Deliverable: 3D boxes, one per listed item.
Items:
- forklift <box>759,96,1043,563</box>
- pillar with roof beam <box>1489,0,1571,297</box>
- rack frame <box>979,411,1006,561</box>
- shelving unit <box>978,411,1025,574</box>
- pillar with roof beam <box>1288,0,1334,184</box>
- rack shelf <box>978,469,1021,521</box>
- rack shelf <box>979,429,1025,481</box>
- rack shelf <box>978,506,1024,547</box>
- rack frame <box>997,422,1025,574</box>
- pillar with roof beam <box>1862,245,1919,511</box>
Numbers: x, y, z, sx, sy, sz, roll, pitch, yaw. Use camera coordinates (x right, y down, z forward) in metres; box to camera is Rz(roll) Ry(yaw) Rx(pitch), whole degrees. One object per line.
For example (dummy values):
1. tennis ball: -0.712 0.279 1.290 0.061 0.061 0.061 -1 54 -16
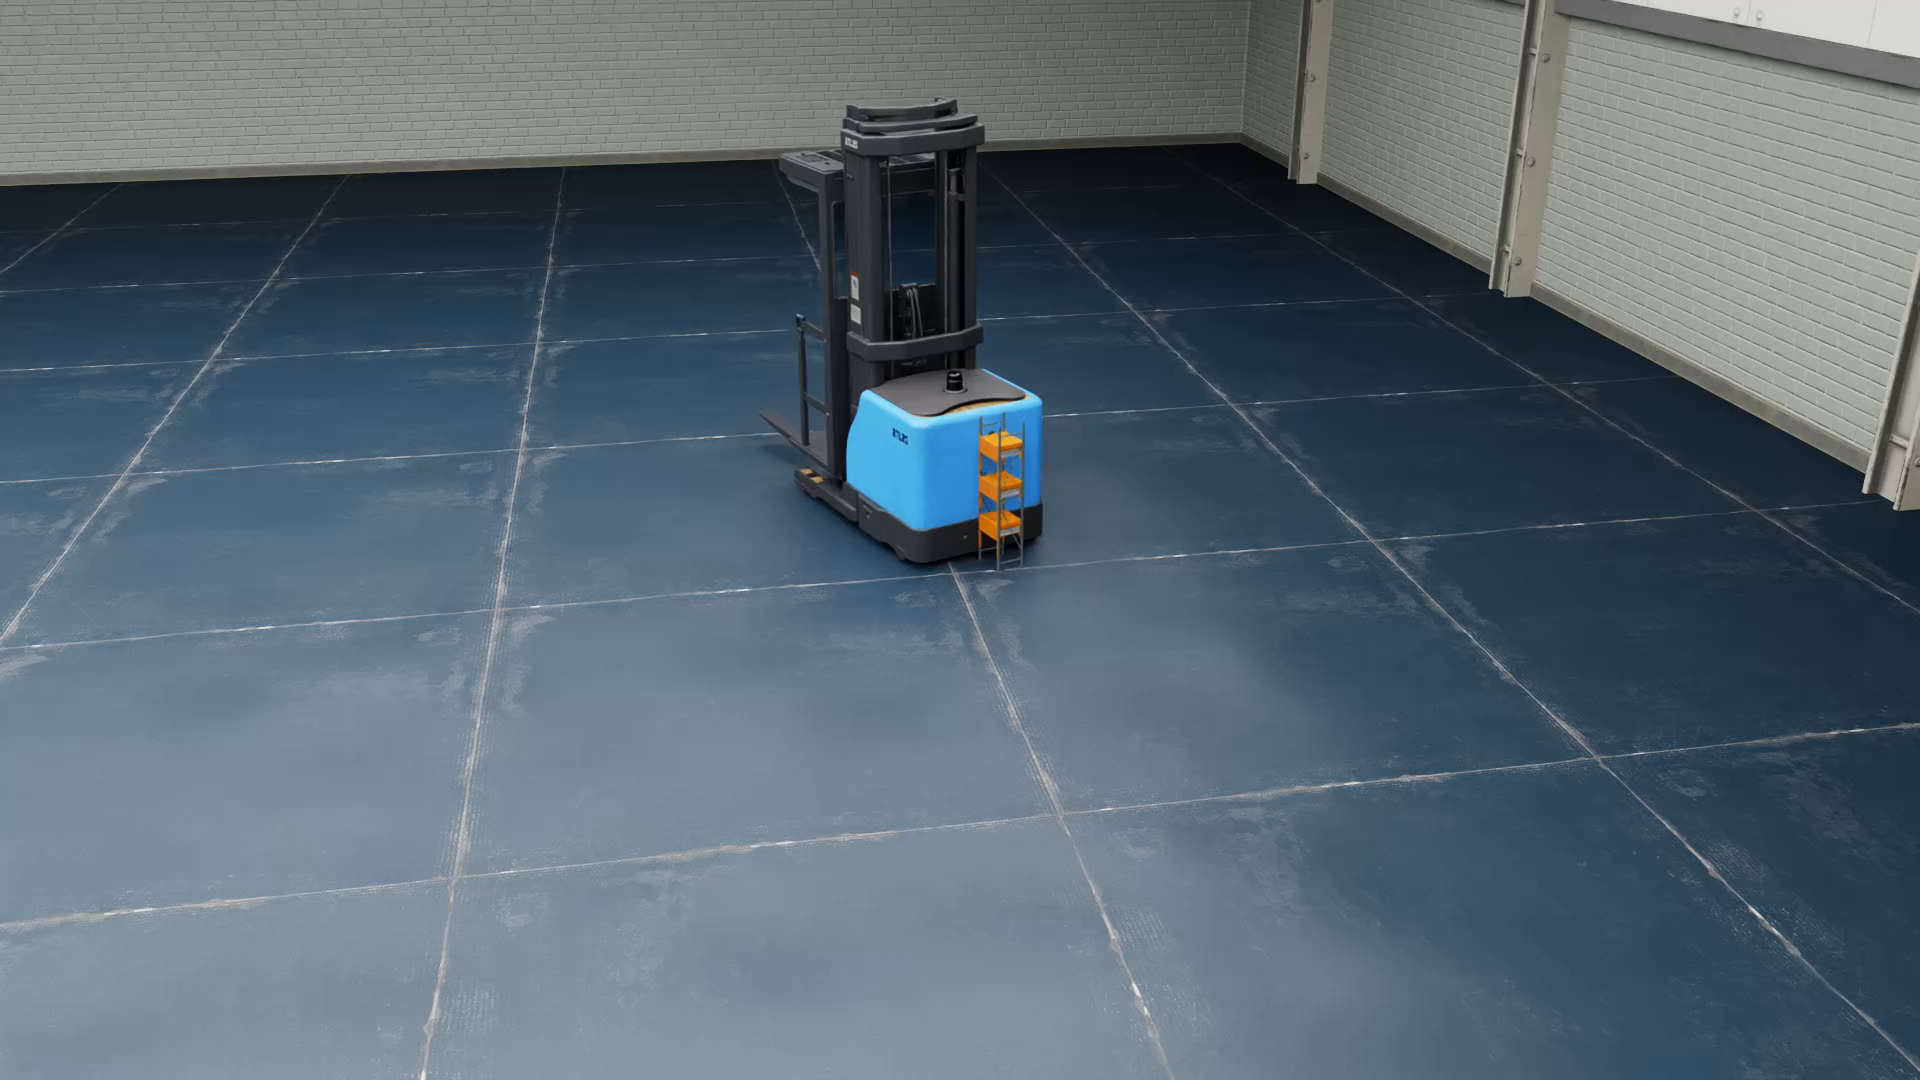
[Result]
1. forklift: -0.598 -1.735 12.061 1.130 2.935 3.031 -13 27 -27
2. pillar with roof beam: 1.676 -6.469 15.319 9.100 9.000 0.400 -4 24 -10
3. rack frame: 0.216 -0.357 11.257 0.200 1.050 0.008 -13 27 -27
4. shelving unit: 0.277 -0.315 11.160 0.215 1.050 0.252 -13 27 -27
5. pillar with roof beam: 0.566 -8.829 20.723 9.100 9.000 0.400 -4 24 -10
6. rack shelf: 0.277 -0.306 11.164 0.215 0.259 0.240 -13 27 -27
7. rack shelf: 0.277 -0.566 11.051 0.215 0.259 0.240 -13 27 -27
8. rack shelf: 0.277 -0.051 11.276 0.215 0.259 0.240 -13 27 -27
9. rack frame: 0.339 -0.273 11.063 0.200 1.050 0.008 -13 27 -27
10. pillar with roof beam: 2.785 -4.109 9.916 9.100 9.000 0.400 -4 24 -10
